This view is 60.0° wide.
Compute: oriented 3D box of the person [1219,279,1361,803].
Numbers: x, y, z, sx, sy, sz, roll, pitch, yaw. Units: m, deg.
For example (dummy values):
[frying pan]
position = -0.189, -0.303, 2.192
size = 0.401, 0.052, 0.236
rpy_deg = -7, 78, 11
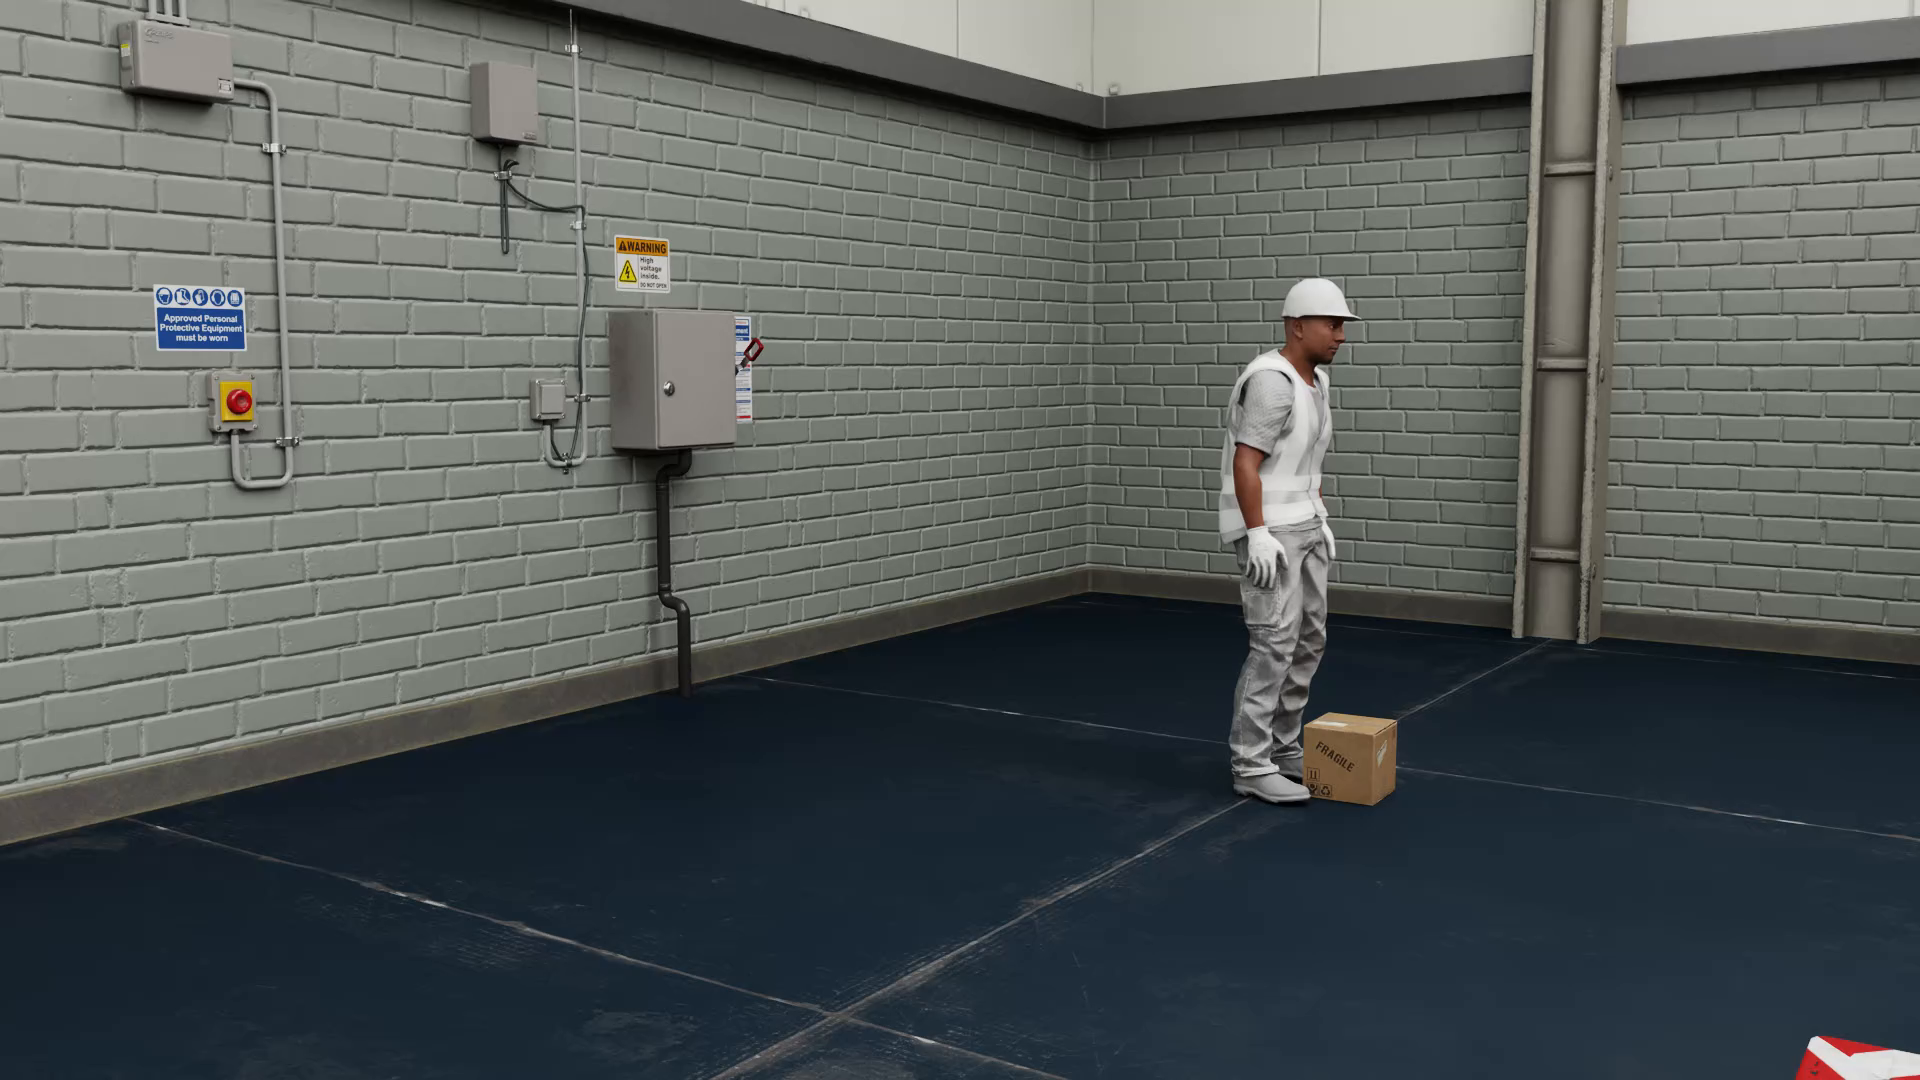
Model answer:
[person]
position = 1.143, -0.012, 5.790
size = 0.450, 1.773, 0.614
rpy_deg = 4, 7, 33
